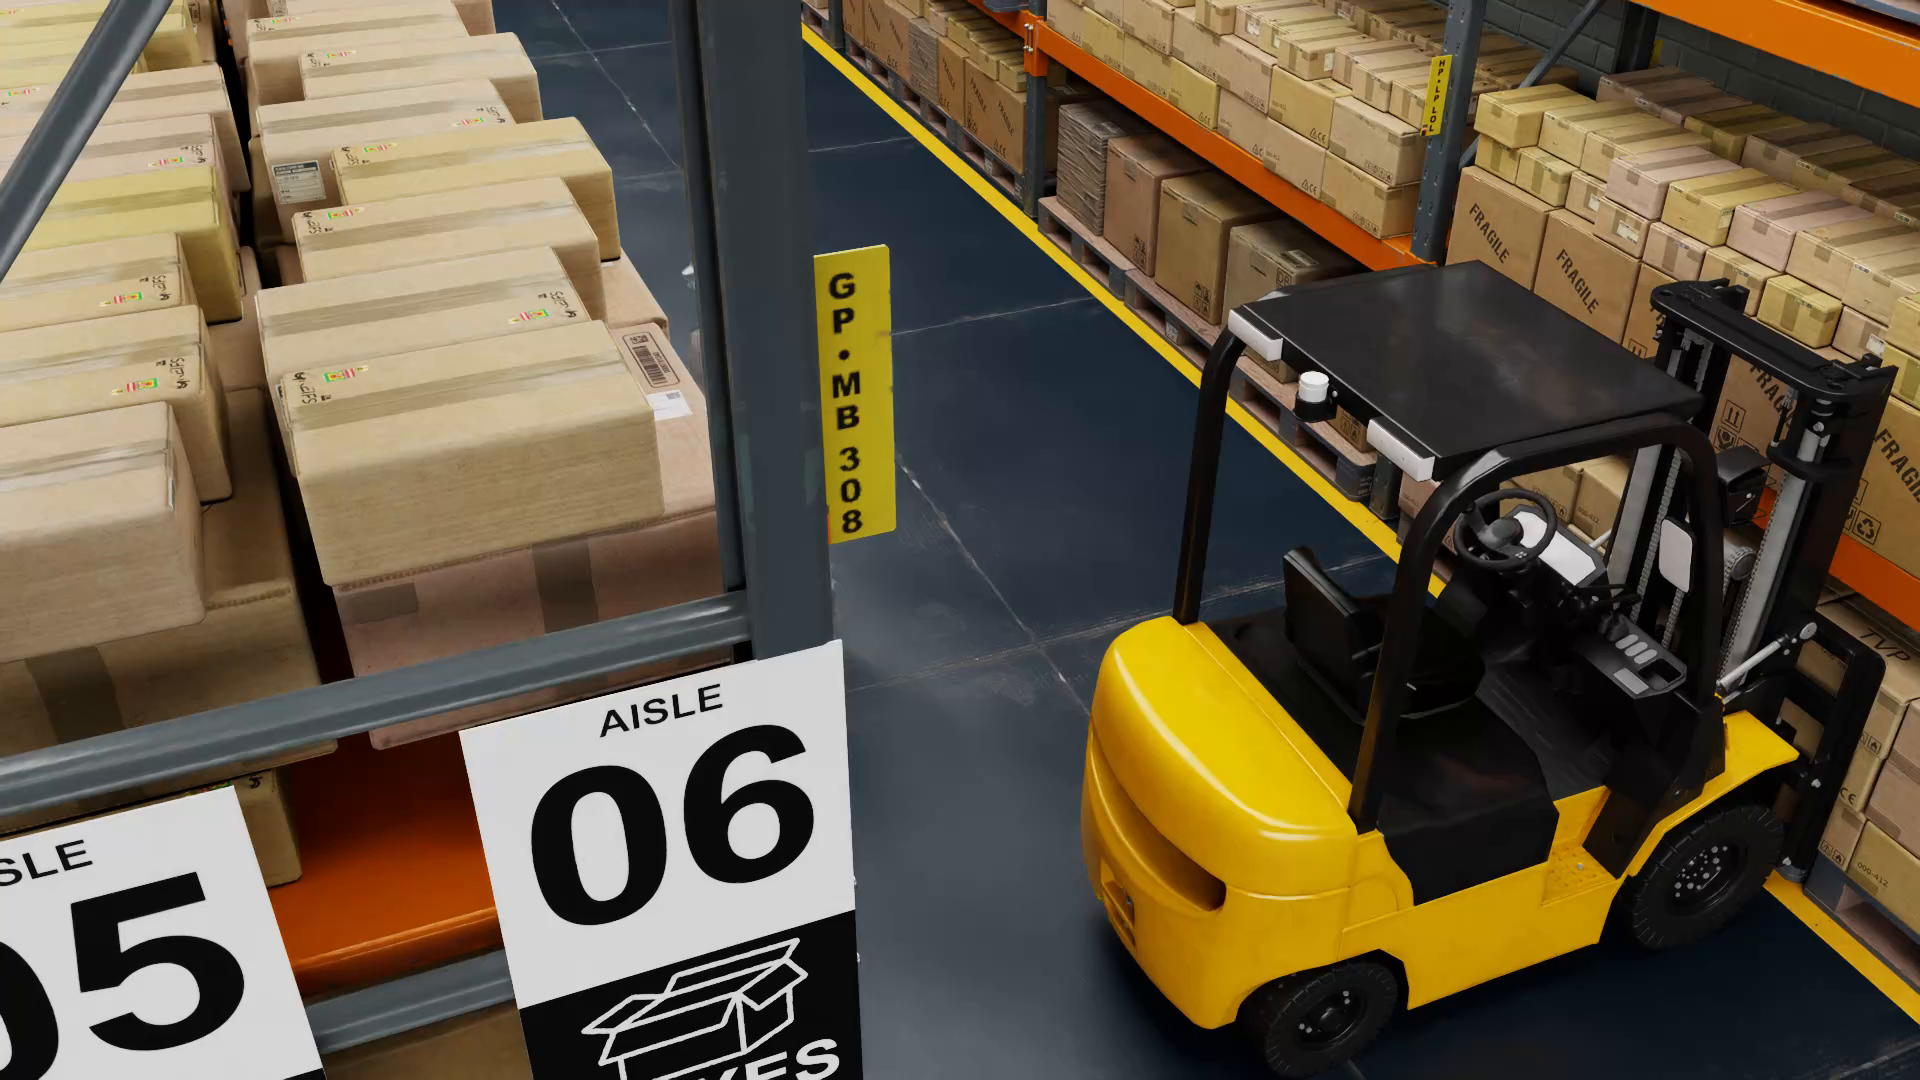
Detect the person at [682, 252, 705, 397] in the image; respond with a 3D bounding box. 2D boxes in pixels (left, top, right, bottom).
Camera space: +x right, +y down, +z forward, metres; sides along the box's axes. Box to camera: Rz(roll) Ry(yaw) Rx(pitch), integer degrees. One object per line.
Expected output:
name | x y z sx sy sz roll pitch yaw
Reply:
person | -0.965 -0.496 6.848 0.673 1.758 0.572 26 41 33
